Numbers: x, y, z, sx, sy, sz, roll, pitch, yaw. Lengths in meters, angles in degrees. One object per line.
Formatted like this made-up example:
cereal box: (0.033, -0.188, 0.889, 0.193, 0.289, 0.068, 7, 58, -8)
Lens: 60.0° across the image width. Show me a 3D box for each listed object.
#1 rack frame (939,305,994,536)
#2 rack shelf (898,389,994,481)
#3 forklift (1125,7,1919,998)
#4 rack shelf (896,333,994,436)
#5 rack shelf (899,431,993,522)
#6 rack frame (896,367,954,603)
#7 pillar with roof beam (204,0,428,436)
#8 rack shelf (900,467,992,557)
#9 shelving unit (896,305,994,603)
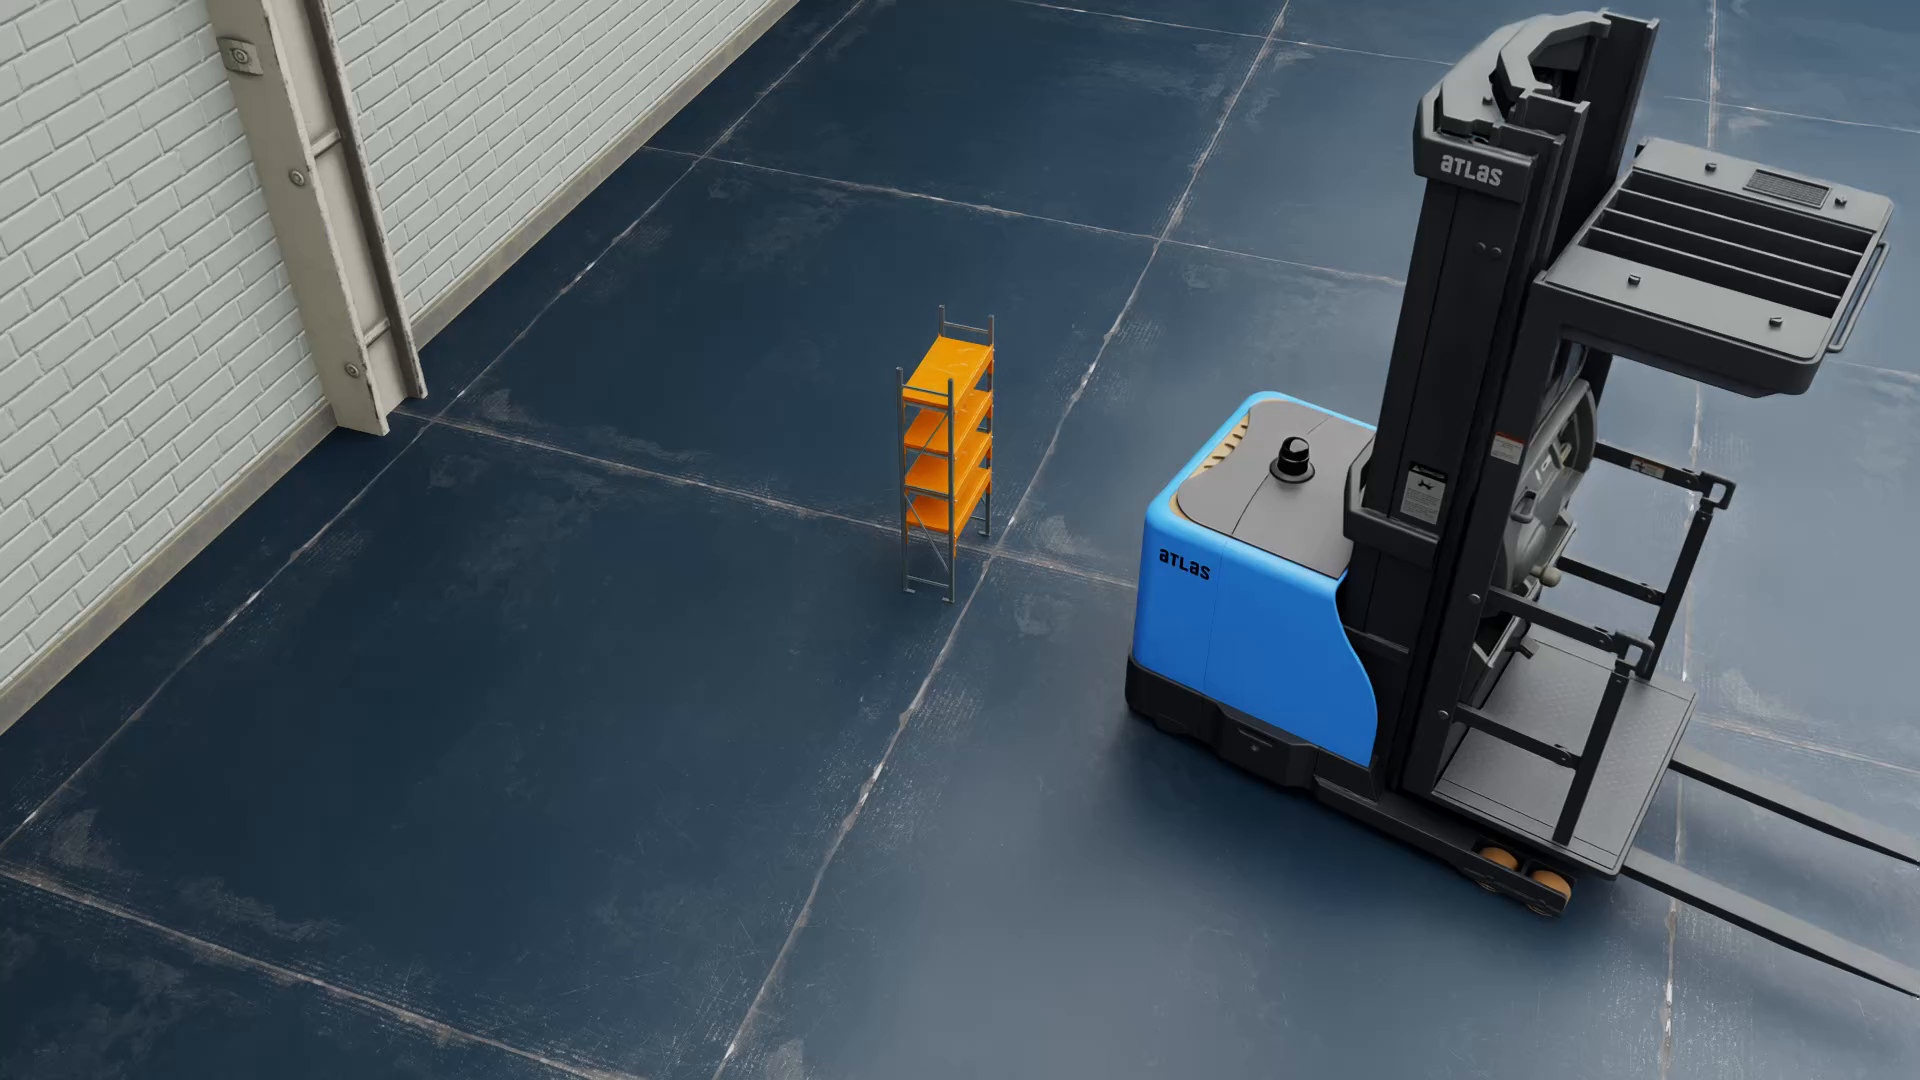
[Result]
rack frame: (0.027, -0.504, 7.370, 0.240, 1.200, 0.015, 13, 42, 15)
rack shelf: (-0.057, -0.474, 7.094, 0.258, 0.148, 0.480, 13, 42, 15)
forklift: (2.187, -0.137, 5.606, 3.031, 2.935, 1.130, 24, 46, 25)
rack shelf: (-0.057, -0.654, 6.941, 0.258, 0.148, 0.480, 13, 42, 15)
rack shelf: (-0.057, -0.304, 7.239, 0.258, 0.148, 0.480, 13, 42, 15)
rack frame: (-0.140, -0.207, 7.021, 0.240, 1.200, 0.015, 13, 42, 15)
pillar with roof beam: (1.088, -3.141, 4.452, 9.100, 9.000, 0.400, 13, 42, 15)
rack shelf: (-0.057, -0.153, 7.368, 0.258, 0.148, 0.480, 13, 42, 15)
shelving unit: (-0.057, -0.355, 7.196, 0.258, 1.200, 0.503, 13, 42, 15)
